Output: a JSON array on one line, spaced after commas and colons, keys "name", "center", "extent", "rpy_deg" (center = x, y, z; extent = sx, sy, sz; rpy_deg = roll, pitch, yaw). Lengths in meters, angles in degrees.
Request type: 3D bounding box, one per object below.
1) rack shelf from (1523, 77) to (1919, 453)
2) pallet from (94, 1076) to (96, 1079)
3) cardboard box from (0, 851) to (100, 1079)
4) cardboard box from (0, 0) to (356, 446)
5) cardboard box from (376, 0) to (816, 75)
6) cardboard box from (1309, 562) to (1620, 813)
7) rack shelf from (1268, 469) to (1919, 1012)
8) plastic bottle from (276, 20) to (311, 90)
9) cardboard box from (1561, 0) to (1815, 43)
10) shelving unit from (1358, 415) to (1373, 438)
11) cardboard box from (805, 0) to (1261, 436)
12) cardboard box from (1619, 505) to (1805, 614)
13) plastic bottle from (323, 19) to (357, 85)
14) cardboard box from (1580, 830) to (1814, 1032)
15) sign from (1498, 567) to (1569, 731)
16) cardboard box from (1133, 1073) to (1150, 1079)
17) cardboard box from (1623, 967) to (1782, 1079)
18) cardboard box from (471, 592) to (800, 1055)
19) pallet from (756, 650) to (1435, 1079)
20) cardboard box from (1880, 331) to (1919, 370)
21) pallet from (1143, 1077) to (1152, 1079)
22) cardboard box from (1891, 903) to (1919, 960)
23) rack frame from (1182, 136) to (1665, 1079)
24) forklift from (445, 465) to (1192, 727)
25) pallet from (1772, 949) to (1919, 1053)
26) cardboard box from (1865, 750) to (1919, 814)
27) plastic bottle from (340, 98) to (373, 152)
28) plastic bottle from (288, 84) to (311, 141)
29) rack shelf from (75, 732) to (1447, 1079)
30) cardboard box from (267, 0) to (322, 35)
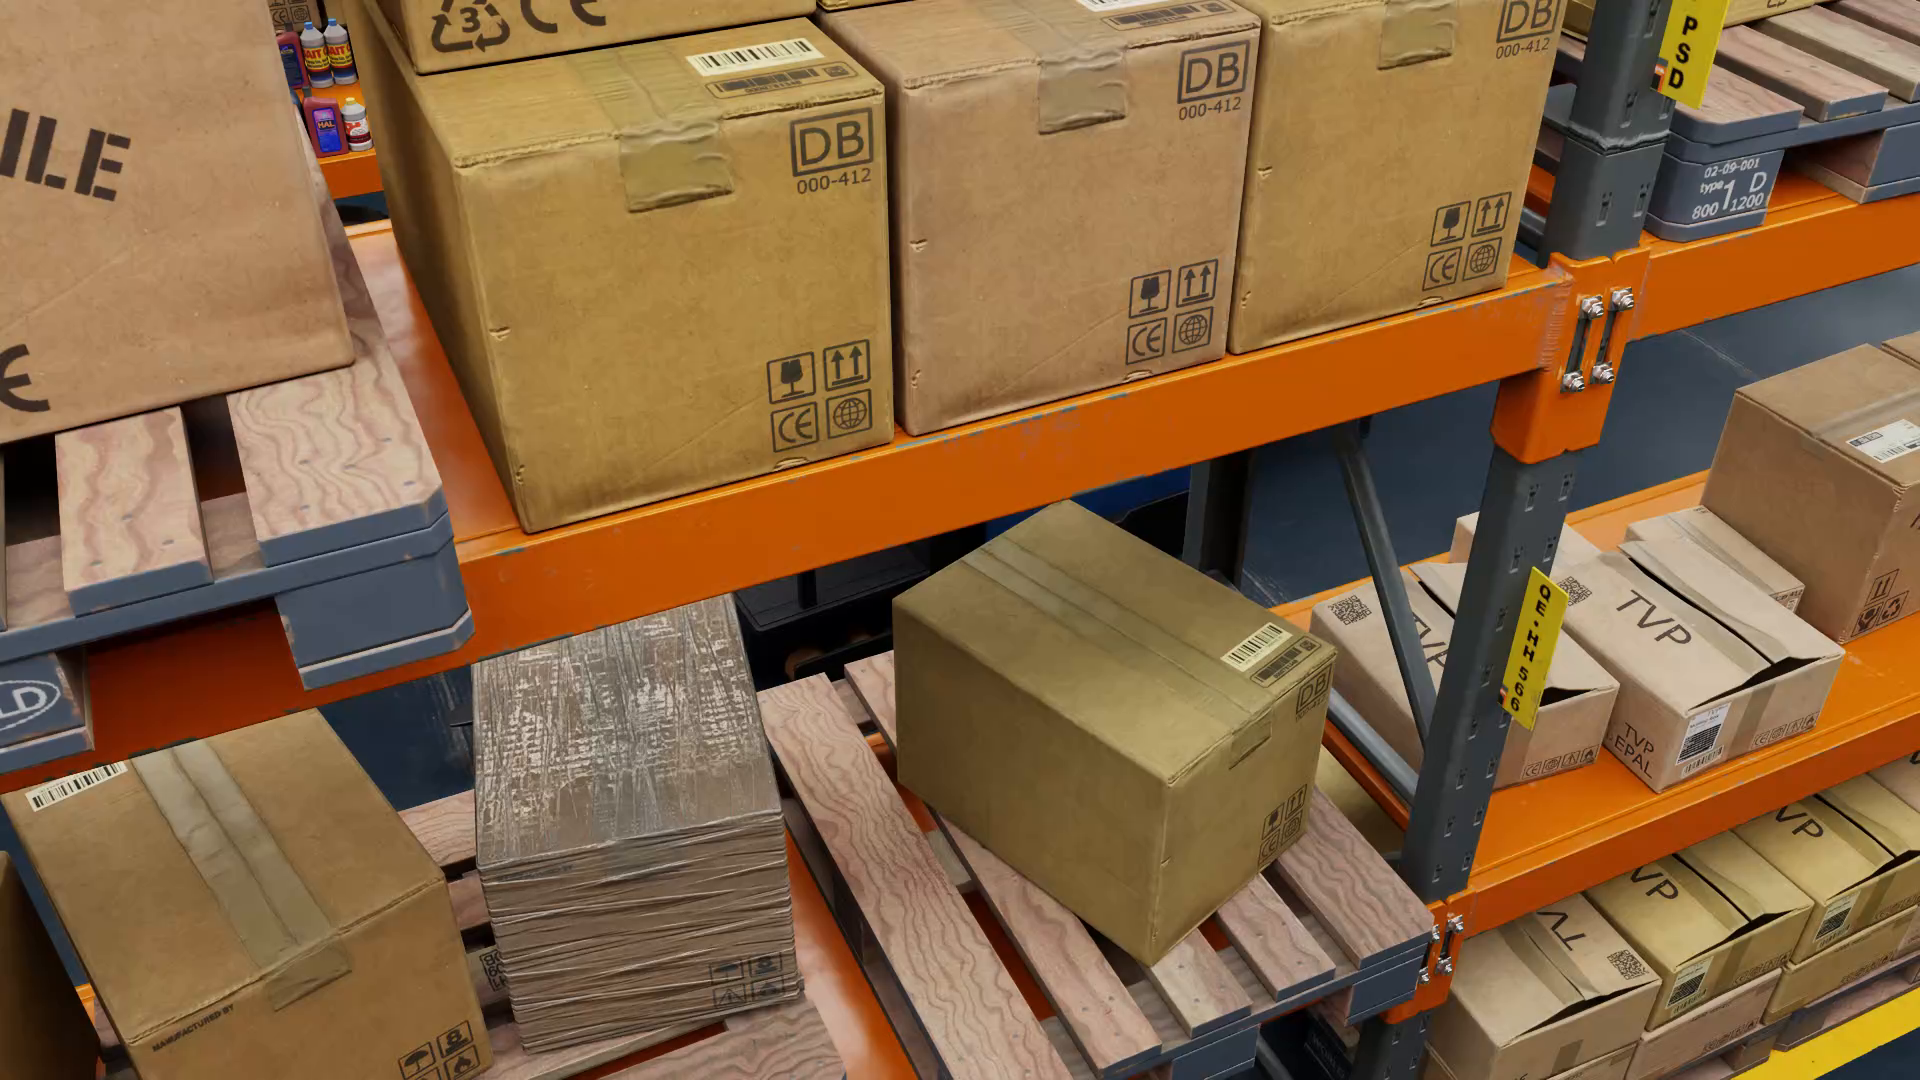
[{"name": "rack shelf", "center": [2.620, -1.077, 3.770], "extent": [4.000, 0.370, 1.077], "rpy_deg": [-16, 39, -20]}, {"name": "pallet", "center": [-2.042, 1.291, 2.652], "extent": [1.213, 0.211, 1.003], "rpy_deg": [-16, 39, -20]}, {"name": "cardboard box", "center": [-1.692, 0.941, 2.527], "extent": [0.500, 0.500, 0.700], "rpy_deg": [-10, 38, -13]}, {"name": "cardboard box", "center": [-1.118, -0.523, 1.899], "extent": [0.600, 0.600, 0.600], "rpy_deg": [-17, 40, -22]}, {"name": "cardboard box", "center": [-0.512, -0.936, 2.053], "extent": [0.500, 0.500, 0.500], "rpy_deg": [-16, 39, -20]}, {"name": "cardboard box", "center": [1.157, 0.312, 3.886], "extent": [0.500, 0.311, 0.500], "rpy_deg": [-13, 39, -17]}, {"name": "rack shelf", "center": [2.620, 0.128, 4.664], "extent": [4.000, 0.370, 1.077], "rpy_deg": [-16, 39, -20]}, {"name": "plastic bottle", "center": [-2.886, -2.077, 7.130], "extent": [0.133, 0.283, 0.061], "rpy_deg": [-16, 39, -20]}, {"name": "cardboard box", "center": [1.196, -1.113, 2.988], "extent": [0.500, 0.250, 0.500], "rpy_deg": [-19, 40, -23]}, {"name": "shelving unit", "center": [1.234, -1.038, 6.890], "extent": [1.048, 1.500, 0.538], "rpy_deg": [-19, 40, -23]}, {"name": "cardboard box", "center": [-0.033, -0.642, 2.496], "extent": [0.500, 0.500, 0.910], "rpy_deg": [-16, 39, -20]}, {"name": "cardboard box", "center": [1.940, 0.093, 4.318], "extent": [0.250, 0.149, 0.380], "rpy_deg": [-13, 38, -17]}, {"name": "plastic bottle", "center": [-2.686, -2.116, 7.193], "extent": [0.097, 0.271, 0.097], "rpy_deg": [0, 37, 0]}, {"name": "cardboard box", "center": [1.880, 0.944, 4.444], "extent": [0.500, 0.311, 0.500], "rpy_deg": [-17, 40, -21]}, {"name": "sign", "center": [1.048, 0.202, 3.054], "extent": [0.005, 0.325, 0.100], "rpy_deg": [-16, 39, -20]}, {"name": "cardboard box", "center": [0.276, 1.134, 4.433], "extent": [0.500, 0.500, 0.500], "rpy_deg": [-14, 39, -18]}, {"name": "cardboard box", "center": [1.863, 1.179, 4.598], "extent": [0.500, 0.250, 0.500], "rpy_deg": [-17, 40, -21]}, {"name": "cardboard box", "center": [-0.622, 0.485, 3.142], "extent": [0.500, 0.500, 0.700], "rpy_deg": [-9, 37, -11]}, {"name": "pallet", "center": [0.225, 0.632, 3.542], "extent": [1.003, 0.211, 1.213], "rpy_deg": [-16, 39, -20]}, {"name": "cardboard box", "center": [2.798, -0.262, 4.501], "extent": [0.500, 0.500, 0.500], "rpy_deg": [-16, 39, -20]}, {"name": "pallet", "center": [0.117, 1.634, 4.370], "extent": [1.213, 0.211, 1.003], "rpy_deg": [-16, 39, -20]}, {"name": "cardboard box", "center": [2.795, 0.915, 4.955], "extent": [0.500, 0.250, 0.500], "rpy_deg": [-15, 39, -19]}, {"name": "rack frame", "center": [0.809, 0.345, 3.767], "extent": [0.127, 3.000, 1.000], "rpy_deg": [-16, 39, -20]}, {"name": "forklift", "center": [-0.546, -0.993, 5.629], "extent": [3.031, 2.935, 1.130], "rpy_deg": [-19, 40, -23]}, {"name": "pallet", "center": [2.674, 0.971, 5.263], "extent": [1.213, 0.211, 1.003], "rpy_deg": [-16, 39, -20]}, {"name": "cardboard box", "center": [2.808, 0.686, 4.793], "extent": [0.500, 0.311, 0.500], "rpy_deg": [-16, 39, -21]}, {"name": "plastic bottle", "center": [-2.415, -1.665, 6.643], "extent": [0.097, 0.201, 0.097], "rpy_deg": [0, 37, 0]}, {"name": "plastic bottle", "center": [-2.673, -1.668, 6.522], "extent": [0.185, 0.351, 0.144], "rpy_deg": [-16, 39, -20]}, {"name": "rack shelf", "center": [-1.001, 1.140, 3.298], "extent": [4.000, 0.370, 1.077], "rpy_deg": [-16, 39, -20]}, {"name": "cardboard box", "center": [-4.840, -3.928, 10.960], "extent": [0.875, 0.875, 1.225], "rpy_deg": [-15, 39, -20]}]
